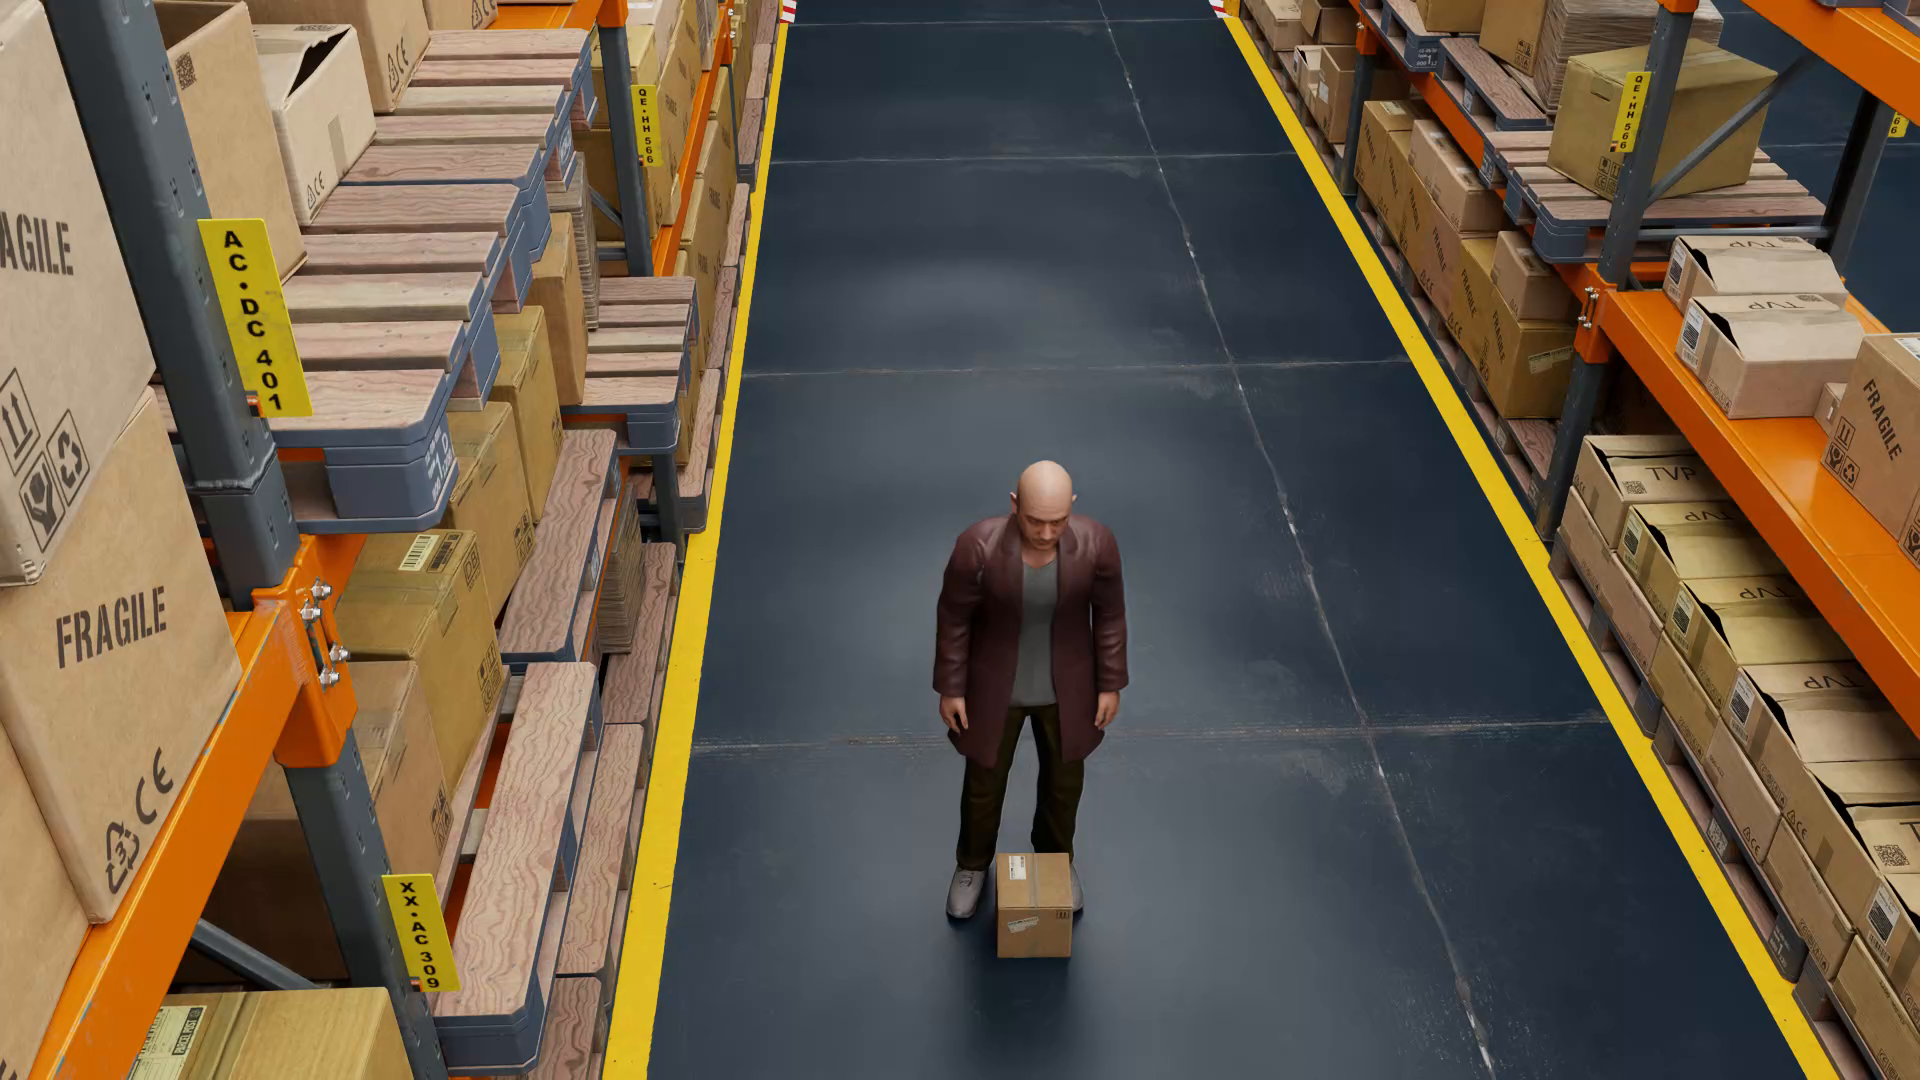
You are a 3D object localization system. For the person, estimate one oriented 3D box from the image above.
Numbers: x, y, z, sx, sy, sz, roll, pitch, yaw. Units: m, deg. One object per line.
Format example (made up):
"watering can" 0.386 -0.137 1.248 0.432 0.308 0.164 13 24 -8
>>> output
"person" 0.230 0.484 5.461 0.644 1.774 0.420 -2 35 -2
